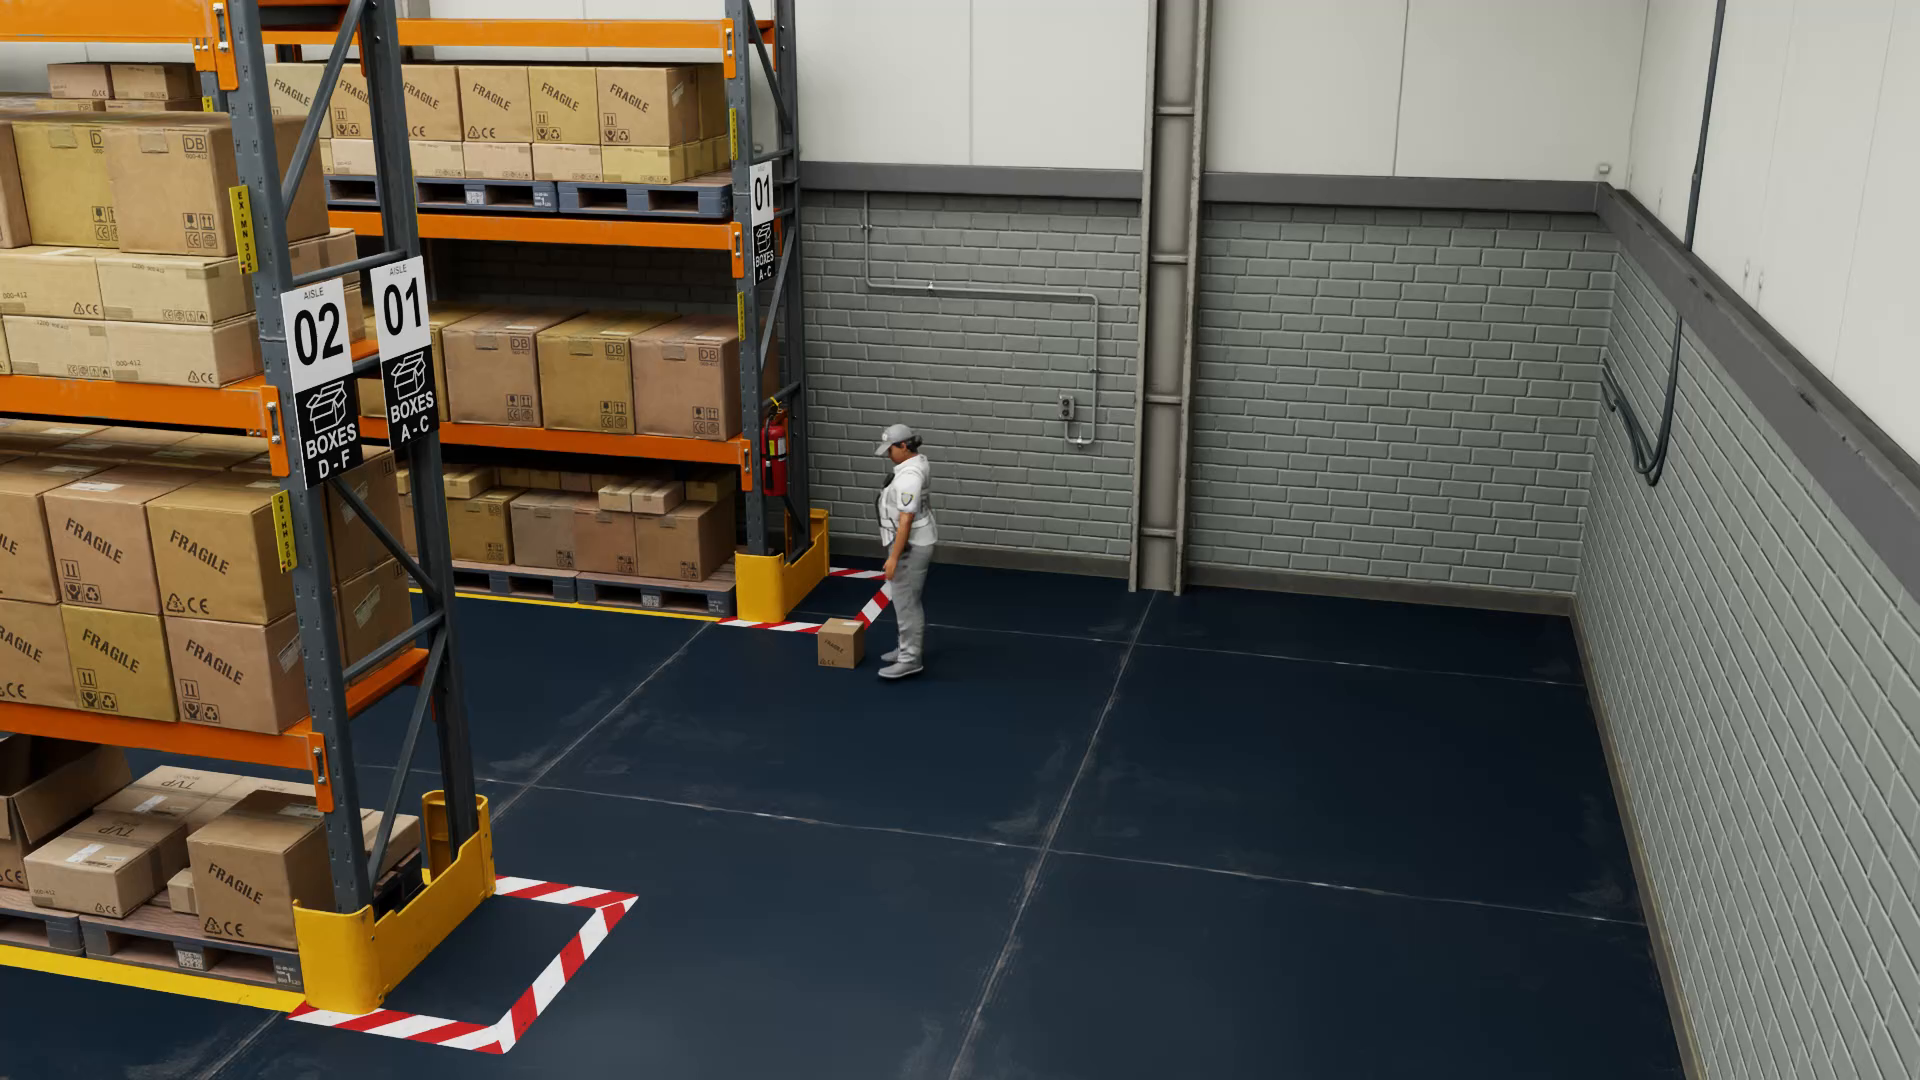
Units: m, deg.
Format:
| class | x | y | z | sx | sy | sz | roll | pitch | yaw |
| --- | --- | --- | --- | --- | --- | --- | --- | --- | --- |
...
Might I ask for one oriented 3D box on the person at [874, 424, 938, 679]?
| class | x | y | z | sx | sy | sz | roll | pitch | yaw |
| --- | --- | --- | --- | --- | --- | --- | --- | --- | --- |
| person | -0.357 | 0.079 | 10.833 | 0.386 | 1.697 | 0.587 | 1 | 18 | 3 |
